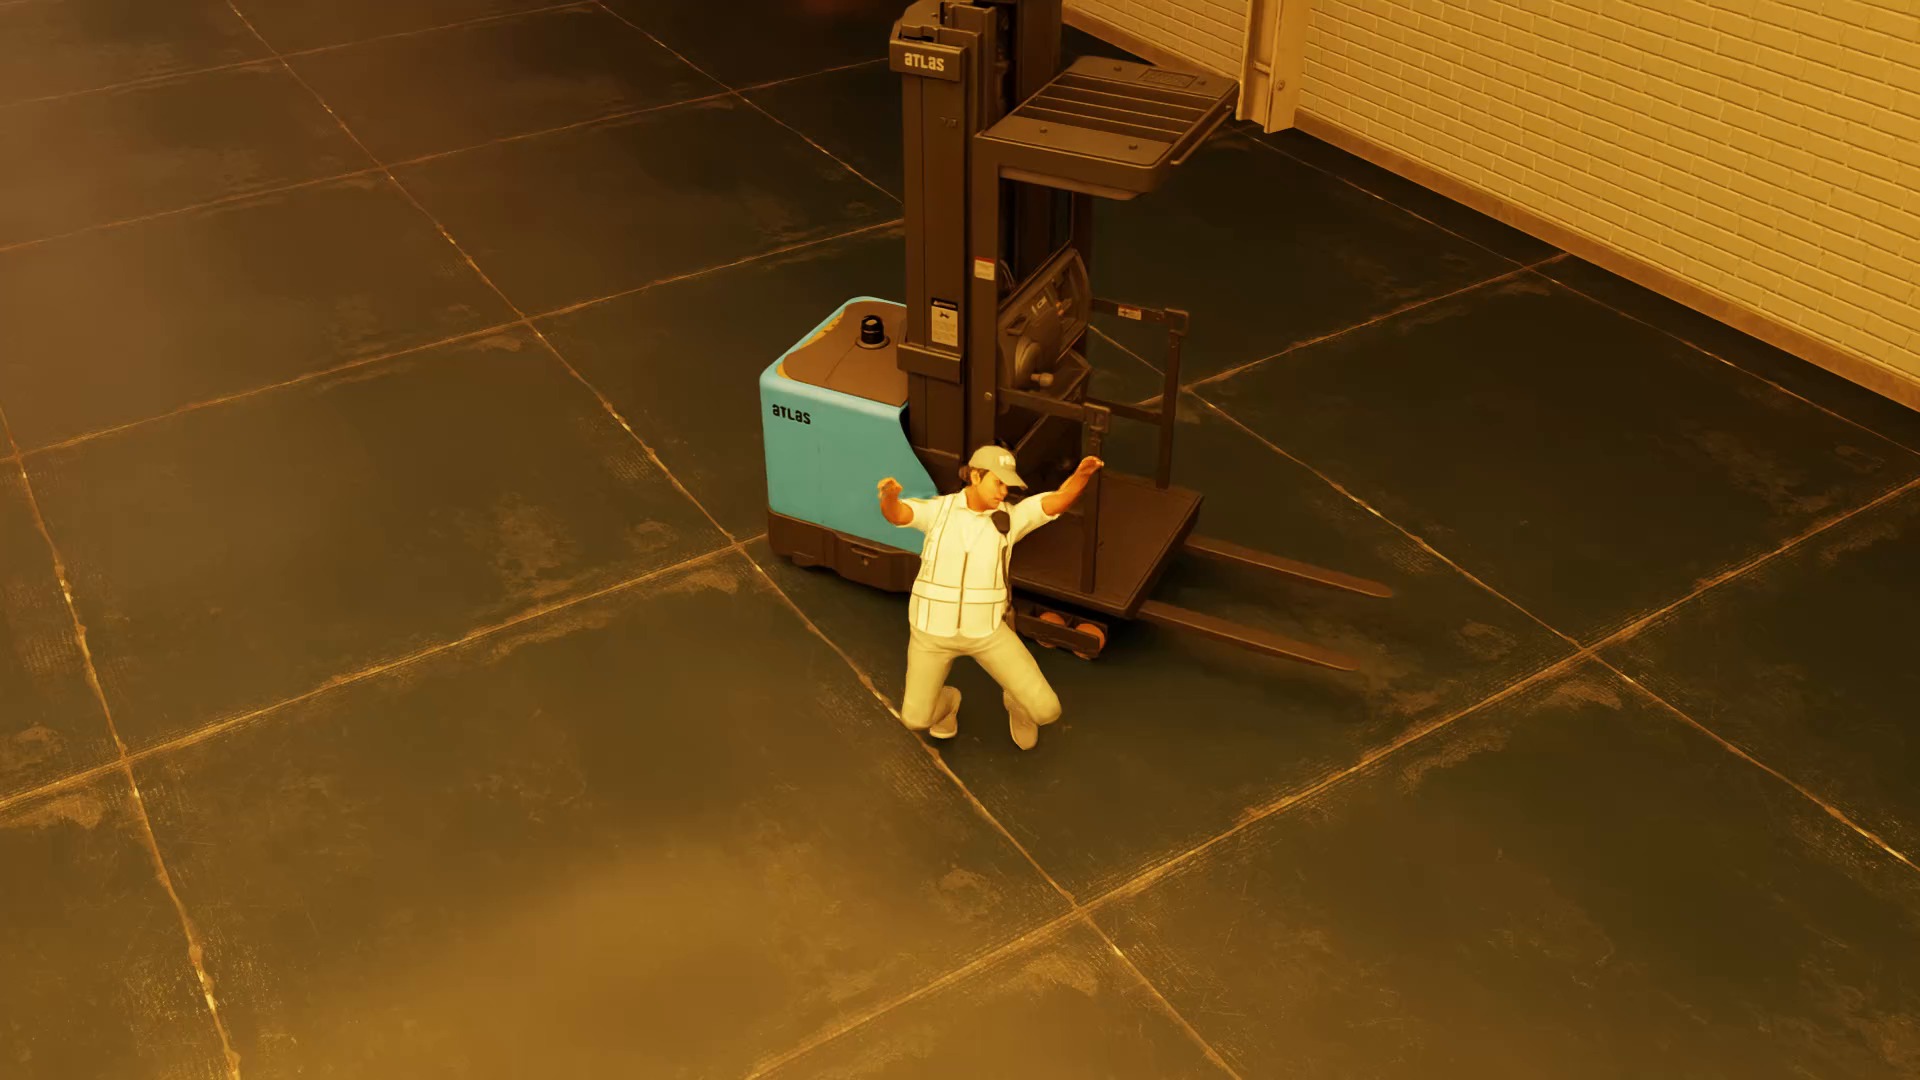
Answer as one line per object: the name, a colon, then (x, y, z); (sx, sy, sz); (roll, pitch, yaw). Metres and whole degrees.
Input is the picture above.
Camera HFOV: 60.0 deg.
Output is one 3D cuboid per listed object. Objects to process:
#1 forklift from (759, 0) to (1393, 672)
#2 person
forklift: (0.572, -0.986, 7.550); (3.031, 2.935, 1.130); (16, 38, 21)
person: (0.124, 0.266, 6.994); (0.884, 1.545, 0.720); (1, 35, 2)
